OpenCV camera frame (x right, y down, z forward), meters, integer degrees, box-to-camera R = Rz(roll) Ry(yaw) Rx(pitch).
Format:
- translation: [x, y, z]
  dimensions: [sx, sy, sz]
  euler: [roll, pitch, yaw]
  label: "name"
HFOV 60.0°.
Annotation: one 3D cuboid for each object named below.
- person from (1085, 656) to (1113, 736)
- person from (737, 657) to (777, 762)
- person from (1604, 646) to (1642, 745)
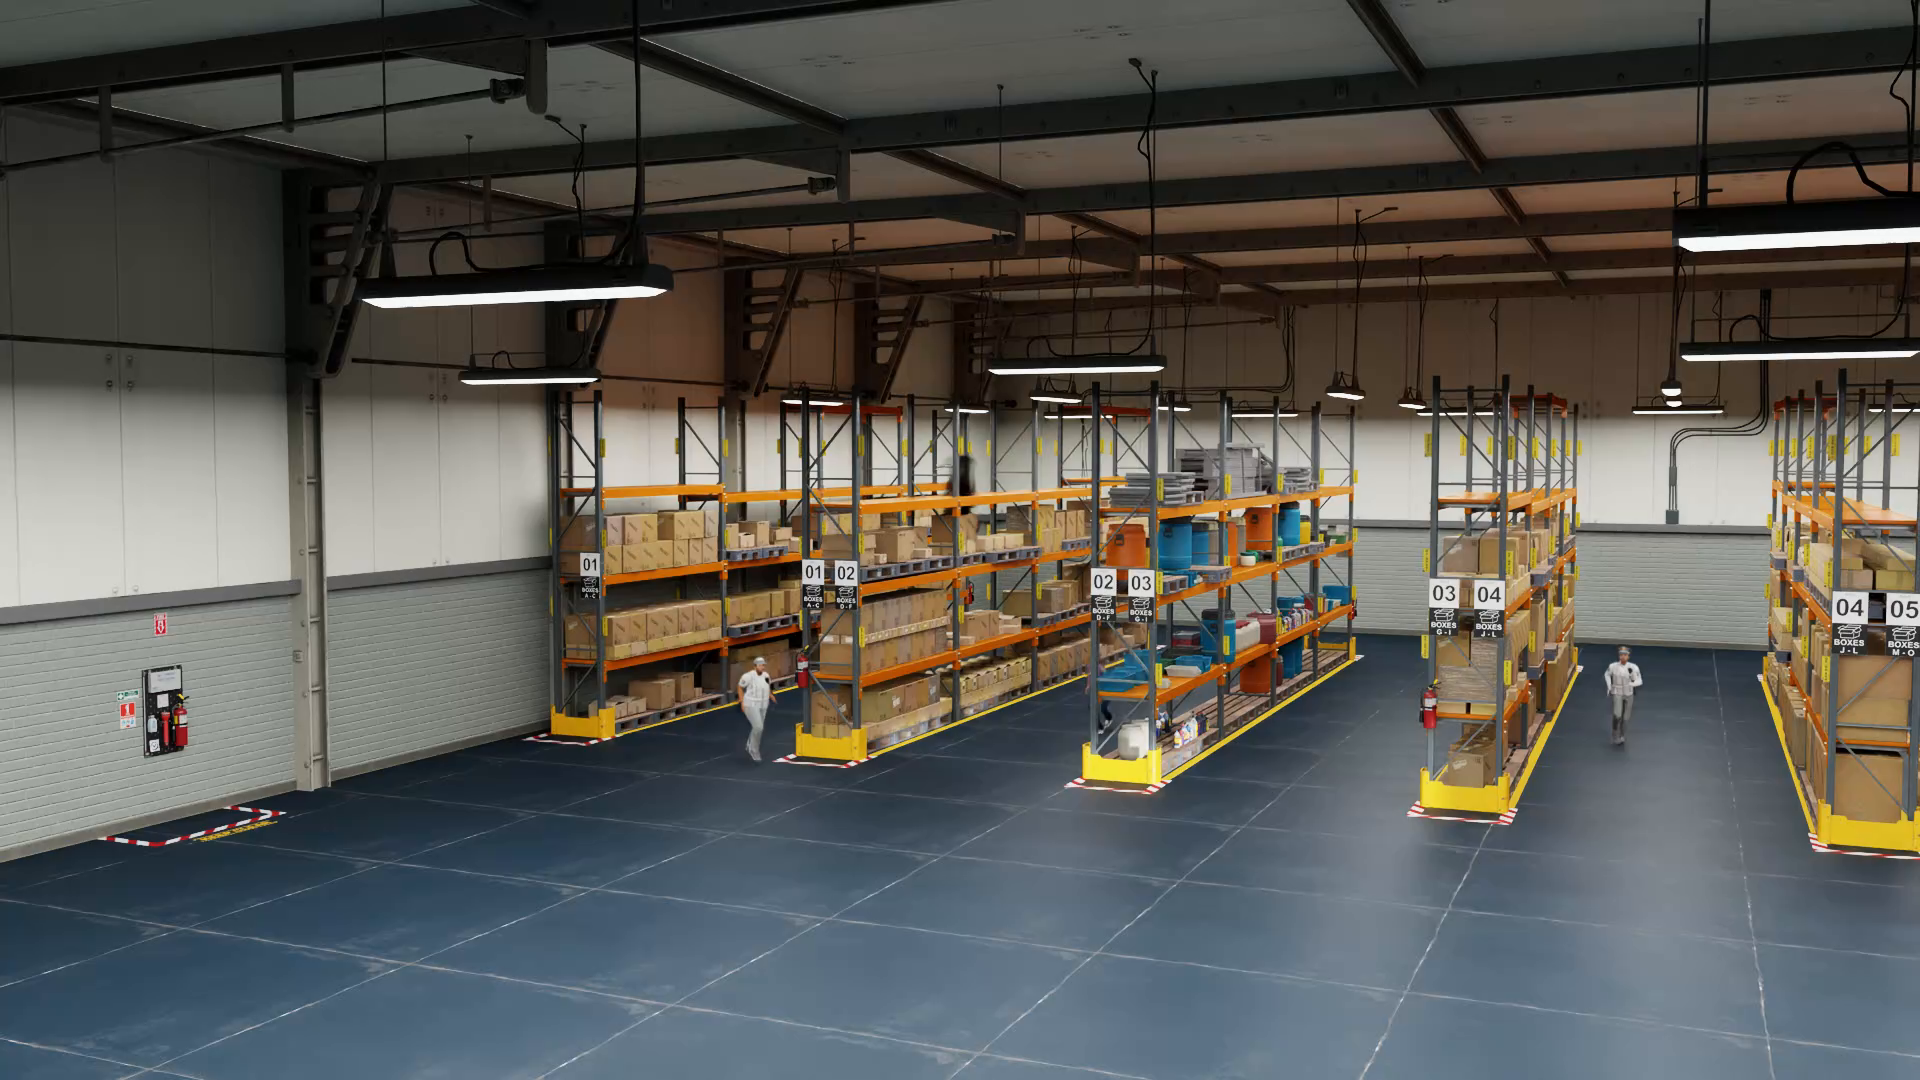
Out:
- translation: [2.499, 2.692, 29.092]
  dimensions: [0.527, 1.453, 0.980]
  euler: [2, 4, 32]
  label: "person"
- translation: [-3.262, 2.722, 26.731]
  dimensions: [0.509, 1.700, 0.798]
  euler: [-3, 4, -43]
  label: "person"
- translation: [11.132, 2.619, 27.899]
  dimensions: [0.571, 1.665, 0.654]
  euler: [1, 3, 16]
  label: "person"
